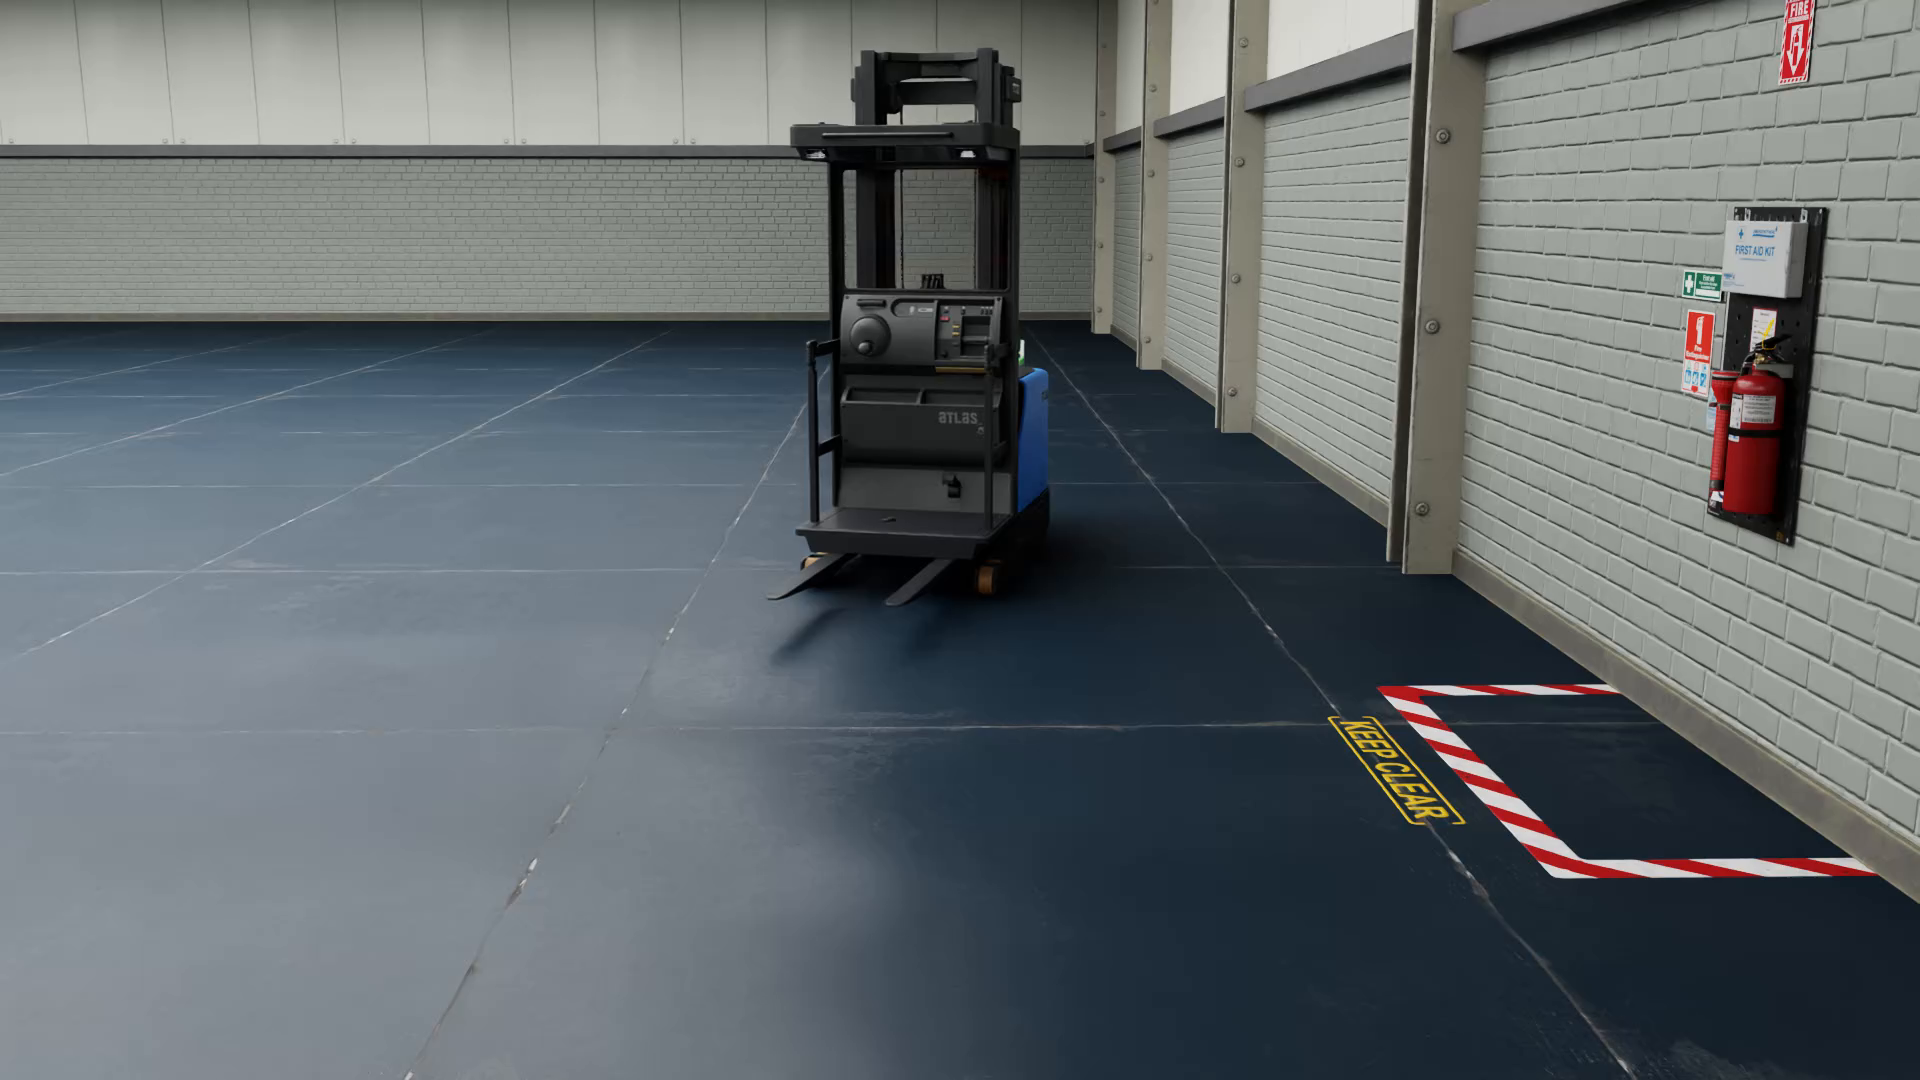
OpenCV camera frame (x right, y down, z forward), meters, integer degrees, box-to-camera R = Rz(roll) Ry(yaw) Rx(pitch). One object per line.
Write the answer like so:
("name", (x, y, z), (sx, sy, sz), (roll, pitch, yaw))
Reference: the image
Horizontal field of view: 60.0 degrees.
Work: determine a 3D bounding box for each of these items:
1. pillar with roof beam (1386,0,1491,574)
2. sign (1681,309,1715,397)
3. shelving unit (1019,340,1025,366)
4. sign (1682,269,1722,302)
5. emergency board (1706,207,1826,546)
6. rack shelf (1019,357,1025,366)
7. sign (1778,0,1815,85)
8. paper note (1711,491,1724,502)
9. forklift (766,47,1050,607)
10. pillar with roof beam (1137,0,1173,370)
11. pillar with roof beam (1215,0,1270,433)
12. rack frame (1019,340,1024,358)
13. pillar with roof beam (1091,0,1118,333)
("pillar with roof beam", (-1.590, -4.236, 8.806), (9.100, 9.000, 0.400), (0, 11, -1))
("sign", (2.916, -0.740, 6.573), (0.001, 0.329, 0.234), (0, 11, -1))
("shelving unit", (0.255, -0.705, 11.018), (0.258, 1.200, 0.503), (3, 12, 13))
("sign", (2.908, -0.999, 6.516), (0.001, 0.109, 0.331), (0, 11, -1))
("emergency board", (2.825, -0.612, 6.033), (0.194, 1.169, 0.643), (0, 11, -1))
("rack shelf", (0.255, -1.113, 10.935), (0.258, 0.148, 0.480), (3, 12, 13))
("sign", (2.924, -1.750, 5.812), (0.001, 0.298, 0.199), (0, 11, -1))
("paper note", (2.890, -0.216, 6.295), (0.016, 0.148, 0.142), (0, 11, -1))
("forklift", (-0.265, -1.215, 9.174), (1.130, 2.935, 3.031), (3, 12, 13))
("pillar with roof beam", (-1.838, -6.621, 20.564), (9.100, 9.000, 0.400), (0, 11, -1))
("pillar with roof beam", (-1.714, -5.429, 14.685), (9.100, 9.000, 0.400), (0, 11, -1))
("rack frame", (0.311, -0.752, 11.250), (0.240, 1.200, 0.015), (3, 12, 13))
("pillar with roof beam", (-1.962, -7.814, 26.443), (9.100, 9.000, 0.400), (0, 11, -1))
